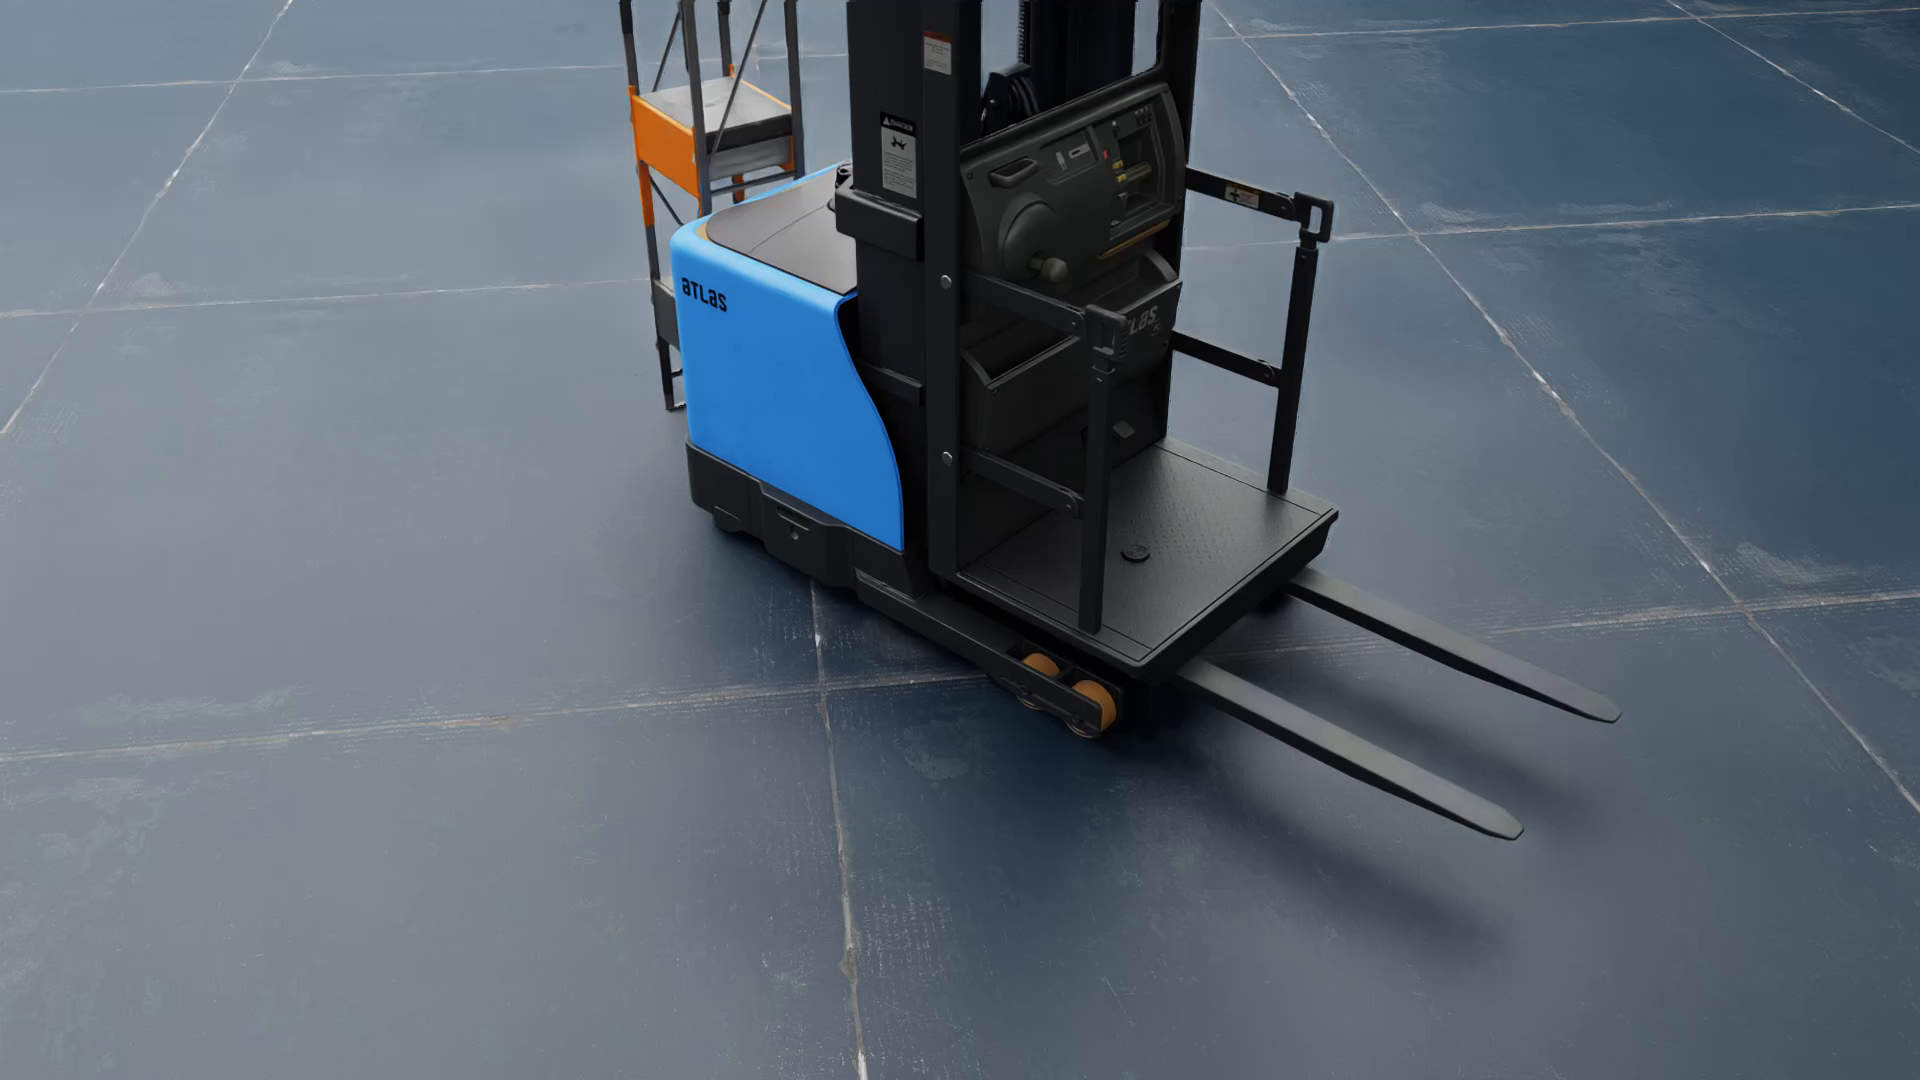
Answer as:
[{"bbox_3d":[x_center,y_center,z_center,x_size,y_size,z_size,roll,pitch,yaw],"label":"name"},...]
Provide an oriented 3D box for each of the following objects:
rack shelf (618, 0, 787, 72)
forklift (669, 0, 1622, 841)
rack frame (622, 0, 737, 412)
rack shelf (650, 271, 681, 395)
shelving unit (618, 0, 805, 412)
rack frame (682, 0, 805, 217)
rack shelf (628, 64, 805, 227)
[{"bbox_3d":[-0.843,-1.890,5.441,0.431,0.518,0.480,-21,40,-28],"label":"rack shelf"},{"bbox_3d":[0.495,-0.967,4.566,3.031,2.935,1.130,26,42,33],"label":"forklift"},{"bbox_3d":[-0.982,-1.436,5.993,0.400,2.100,0.015,-21,40,-28],"label":"rack frame"},{"bbox_3d":[-0.843,-0.733,6.229,0.431,0.518,0.480,-21,40,-28],"label":"rack shelf"},{"bbox_3d":[-0.843,-1.323,5.827,0.431,2.100,0.503,-21,40,-28],"label":"shelving unit"},{"bbox_3d":[-0.703,-1.210,5.662,0.400,2.100,0.015,-21,40,-28],"label":"rack frame"},{"bbox_3d":[-0.843,-1.312,5.835,0.431,0.518,0.480,-21,40,-28],"label":"rack shelf"}]
